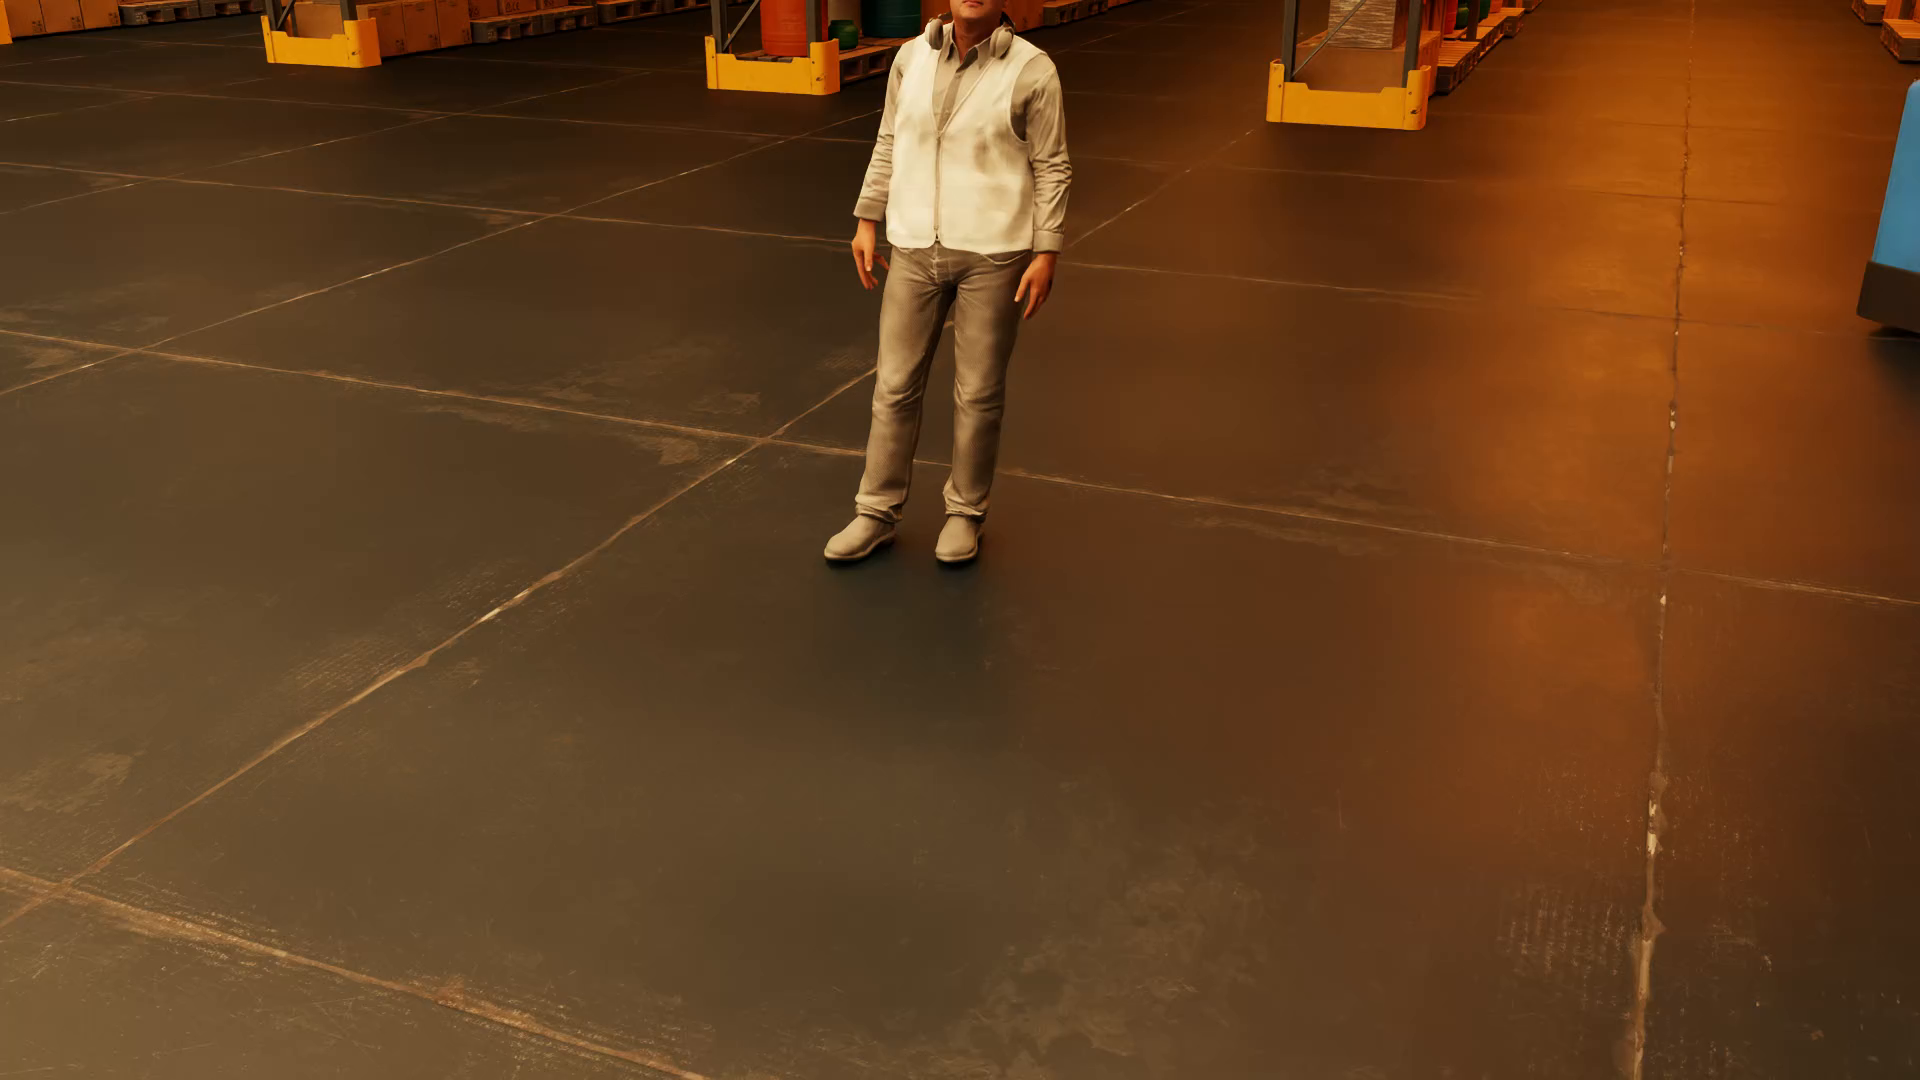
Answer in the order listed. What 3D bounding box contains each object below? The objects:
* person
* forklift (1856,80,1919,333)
[{"bbox_3d":[-0.031,-0.804,4.697,0.634,1.775,0.566,9,24,21],"label":"person"},{"bbox_3d":[5.473,-2.340,6.890,3.031,2.935,1.130,-10,25,-23],"label":"forklift"}]
